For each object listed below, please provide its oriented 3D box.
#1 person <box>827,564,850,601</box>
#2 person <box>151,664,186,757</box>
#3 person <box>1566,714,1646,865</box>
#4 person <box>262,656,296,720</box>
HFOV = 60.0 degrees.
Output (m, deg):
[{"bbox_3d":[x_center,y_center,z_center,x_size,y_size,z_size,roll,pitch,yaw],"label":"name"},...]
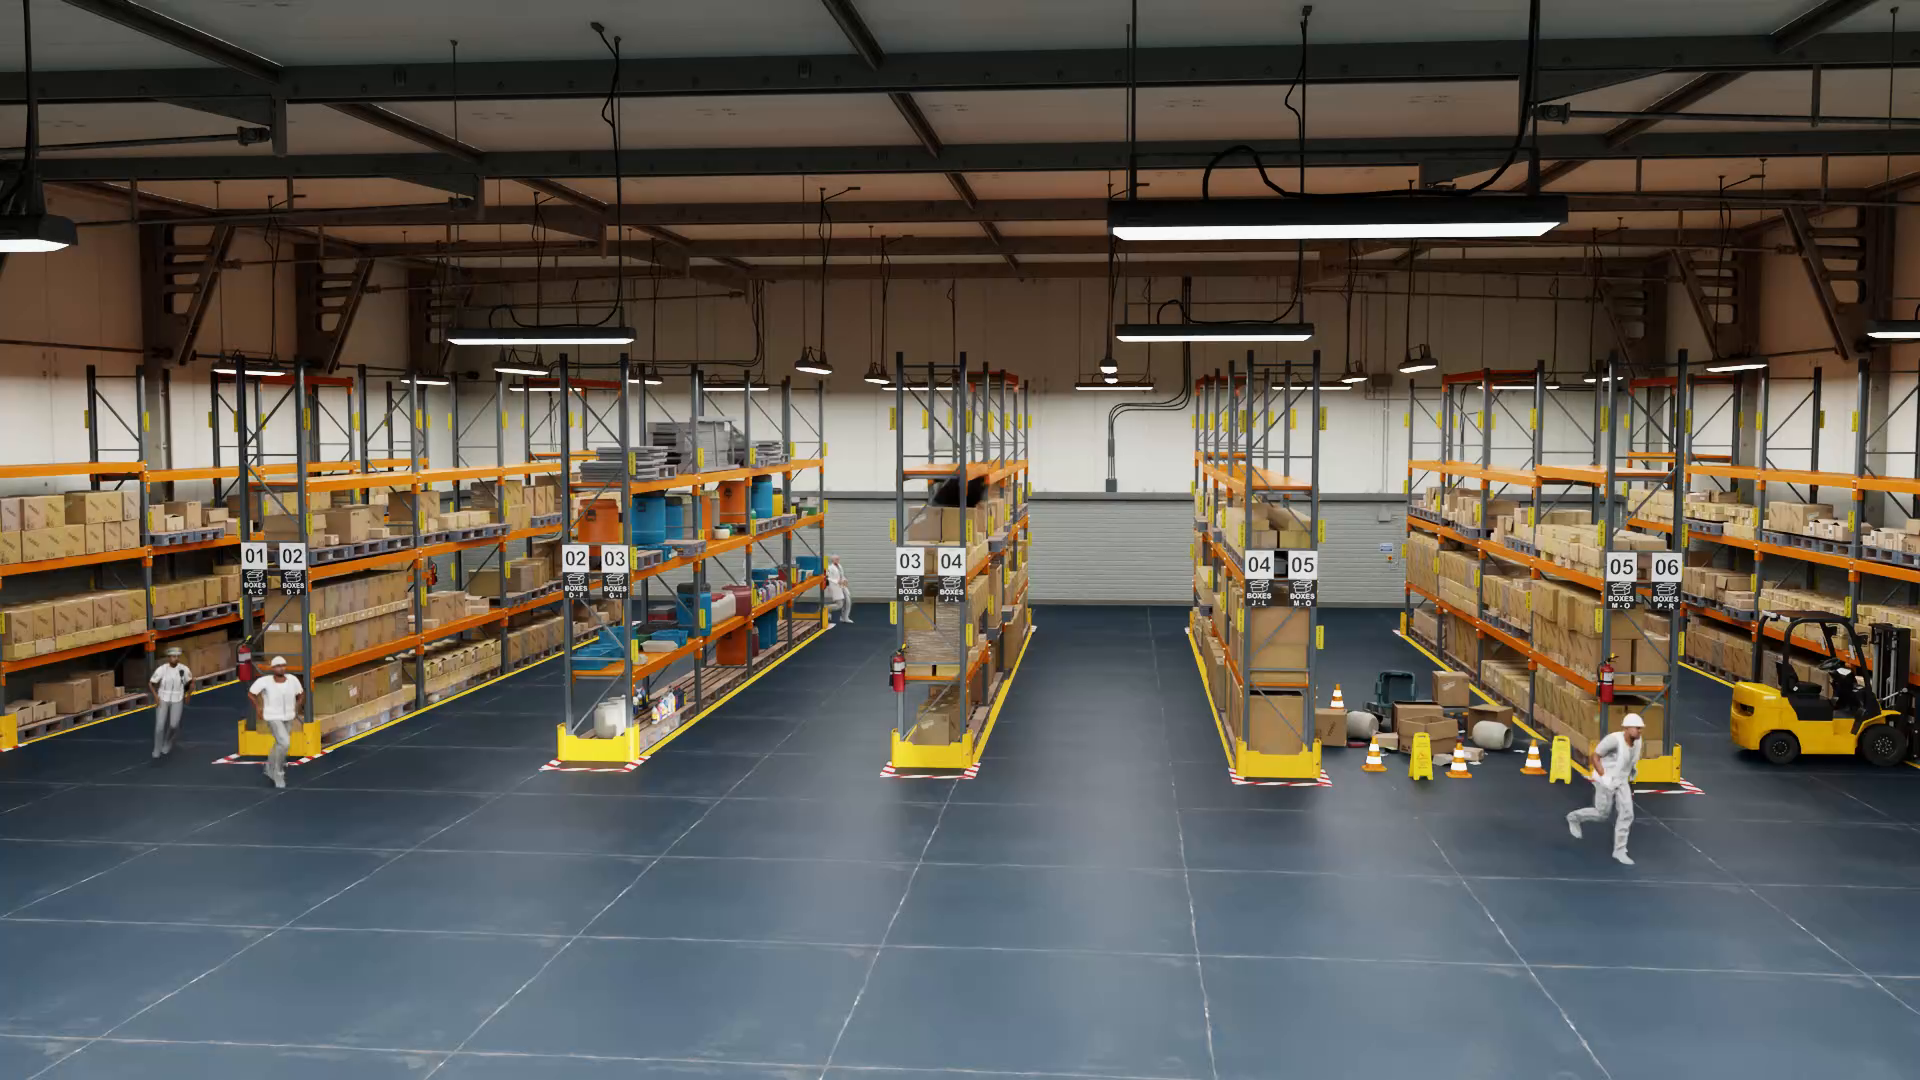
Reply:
[{"bbox_3d":[-3.027,1.045,41.424,0.458,0.951,0.729,2,5,28],"label":"person"},{"bbox_3d":[-11.848,2.547,24.893,0.505,1.388,0.539,-2,5,-26],"label":"person"},{"bbox_3d":[7.450,2.807,19.179,0.441,1.727,1.000,-3,5,-34],"label":"person"},{"bbox_3d":[-9.383,2.032,22.927,0.371,0.872,0.438,3,5,37],"label":"person"}]
